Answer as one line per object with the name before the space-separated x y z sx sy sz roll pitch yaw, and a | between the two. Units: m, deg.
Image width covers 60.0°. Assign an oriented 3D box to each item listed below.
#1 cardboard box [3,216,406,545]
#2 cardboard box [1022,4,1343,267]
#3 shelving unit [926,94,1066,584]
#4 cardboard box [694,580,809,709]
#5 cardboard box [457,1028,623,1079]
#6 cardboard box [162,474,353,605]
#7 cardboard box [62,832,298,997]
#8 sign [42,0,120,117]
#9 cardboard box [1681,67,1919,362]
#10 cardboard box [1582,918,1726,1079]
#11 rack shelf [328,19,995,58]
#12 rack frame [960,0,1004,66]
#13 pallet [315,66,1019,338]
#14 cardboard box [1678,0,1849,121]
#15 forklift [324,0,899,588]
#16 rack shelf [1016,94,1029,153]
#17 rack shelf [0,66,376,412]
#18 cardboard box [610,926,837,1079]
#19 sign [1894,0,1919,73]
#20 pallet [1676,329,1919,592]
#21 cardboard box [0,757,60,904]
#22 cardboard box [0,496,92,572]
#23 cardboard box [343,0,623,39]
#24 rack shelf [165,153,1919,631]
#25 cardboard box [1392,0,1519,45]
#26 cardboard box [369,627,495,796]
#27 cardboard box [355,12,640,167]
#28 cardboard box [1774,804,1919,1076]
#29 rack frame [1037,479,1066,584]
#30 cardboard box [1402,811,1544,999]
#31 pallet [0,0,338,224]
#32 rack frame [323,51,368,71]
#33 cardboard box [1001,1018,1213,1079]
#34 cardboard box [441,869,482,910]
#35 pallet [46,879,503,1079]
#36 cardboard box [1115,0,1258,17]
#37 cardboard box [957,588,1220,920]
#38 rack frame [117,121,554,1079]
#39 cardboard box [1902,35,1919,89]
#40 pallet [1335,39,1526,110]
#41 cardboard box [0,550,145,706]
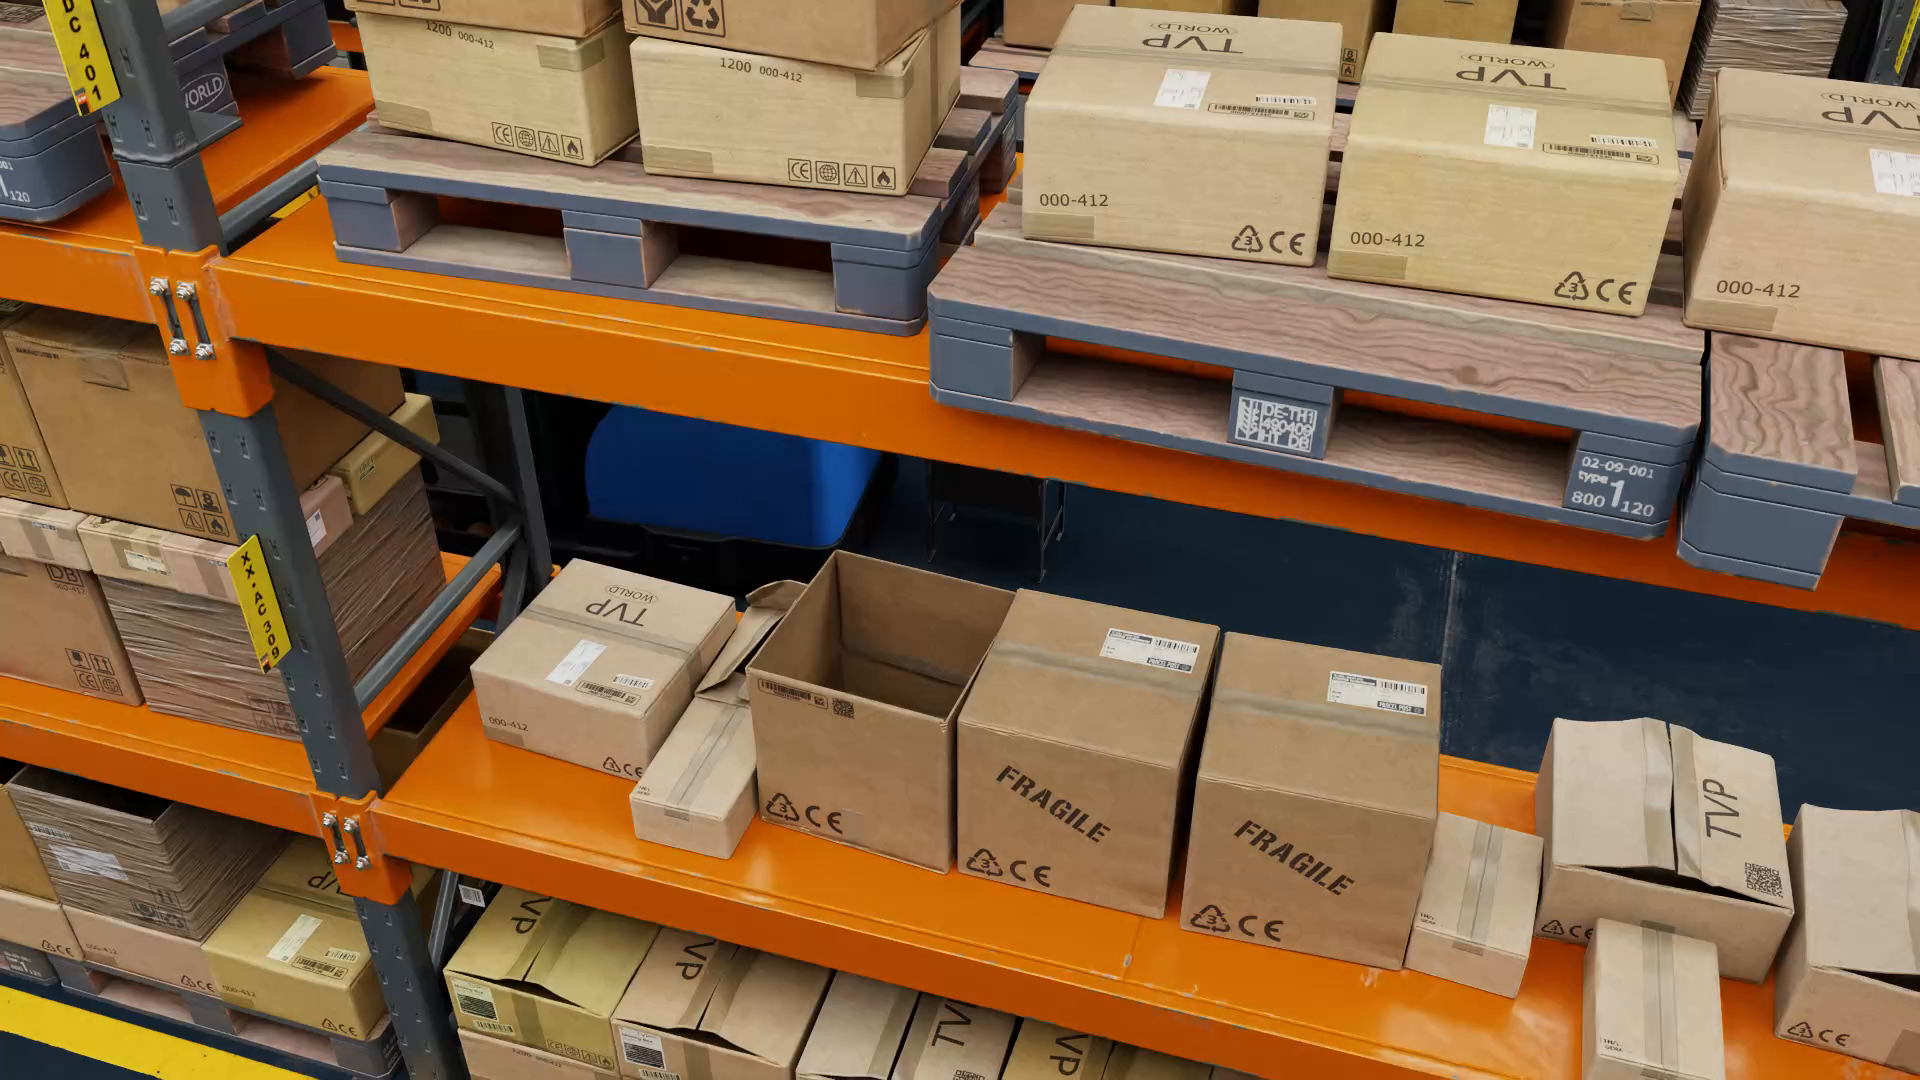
cardboard box | -1.829 -0.425 4.118 0.500 0.500 0.700 11 38 14
cardboard box | 0.403 -0.731 2.955 0.500 0.250 0.500 7 37 10
shelving unit | 0.158 -0.816 6.588 0.503 2.100 0.431 10 38 14
cardboard box | -0.510 0.319 4.400 0.258 0.266 0.396 10 37 13
cardboard box | -1.093 1.363 4.834 0.500 0.250 0.500 10 37 13
cardboard box | -1.727 -0.015 4.109 0.250 0.149 0.380 10 38 14
cardboard box | -2.386 1.099 5.192 0.500 0.250 0.500 10 38 14
sign | -1.568 -0.921 2.937 0.005 0.325 0.100 10 38 14
cardboard box | 1.459 -0.528 2.678 0.500 0.250 0.500 11 38 15
cardboard box | 1.473 1.018 3.548 0.250 0.149 0.380 10 38 14
rack shelf | -1.839 -2.654 8.933 4.000 0.370 1.077 10 38 14
rack frame | 0.070 -2.591 8.239 0.127 3.000 1.000 10 38 14
pallet | -0.558 -0.770 3.396 1.217 0.209 0.805 9 37 12
cardboard box | 3.436 -2.178 7.224 0.500 0.500 0.700 6 37 8
forklift | -1.851 -1.385 6.659 3.031 2.935 1.130 8 37 10
rack shelf | 0.158 -1.369 6.181 0.480 0.518 0.431 10 38 14
rack shelf | -3.313 -1.059 4.235 4.000 0.370 1.077 10 38 14
cardboard box | -0.607 1.231 4.540 0.500 0.311 0.500 10 38 13
sign | 3.735 -2.009 6.539 0.005 0.325 0.100 10 38 14
pallet | 1.740 -0.281 2.731 1.003 0.211 1.213 12 38 16
cardboard box | -2.864 0.710 5.088 0.500 0.500 0.500 10 38 14
cardboard box | -2.213 -0.105 4.231 0.250 0.149 0.380 9 37 13
cardboard box | -0.827 -1.275 3.060 0.500 0.500 0.500 11 38 14
rack shelf | 0.505 -0.352 3.274 4.000 0.370 1.077 10 38 14
cardboard box | 2.240 -2.386 7.506 0.500 0.500 0.700 10 38 14
cardboard box | -1.753 0.590 5.251 0.500 0.500 0.500 10 38 14
cardboard box | -0.818 -0.990 3.306 0.500 0.250 0.500 14 39 19
cardboard box | 2.080 0.867 3.617 0.500 0.311 0.500 13 38 17
rack frame | 0.391 -0.773 6.529 0.015 2.100 0.400 10 38 14
cardboard box | 1.180 0.828 3.807 0.250 0.149 0.380 13 38 17
pallet | -2.226 -1.096 3.752 1.213 0.211 1.003 10 38 14
rack frame | -3.748 -3.298 9.200 0.127 3.000 1.000 10 38 14
cardboard box | 0.384 1.410 4.296 0.500 0.311 0.500 12 38 15
cardboard box | -1.756 0.898 5.465 0.500 0.250 0.500 10 38 14
pallet | -2.150 1.172 5.480 1.213 0.211 1.003 10 38 14
cardboard box | 1.077 -2.596 7.791 0.500 0.500 0.700 14 39 19
cardboard box | 0.305 0.499 3.957 0.500 0.500 0.500 11 38 14
rack frame | -1.404 0.213 4.430 0.127 3.000 1.000 10 38 14
cardboard box | 4.417 -2.117 7.244 0.500 0.500 0.500 11 38 14
pallet | 1.986 -2.133 7.779 1.213 0.211 1.003 10 38 14
cardboard box | -2.335 0.008 4.624 0.500 0.500 0.700 10 38 13
